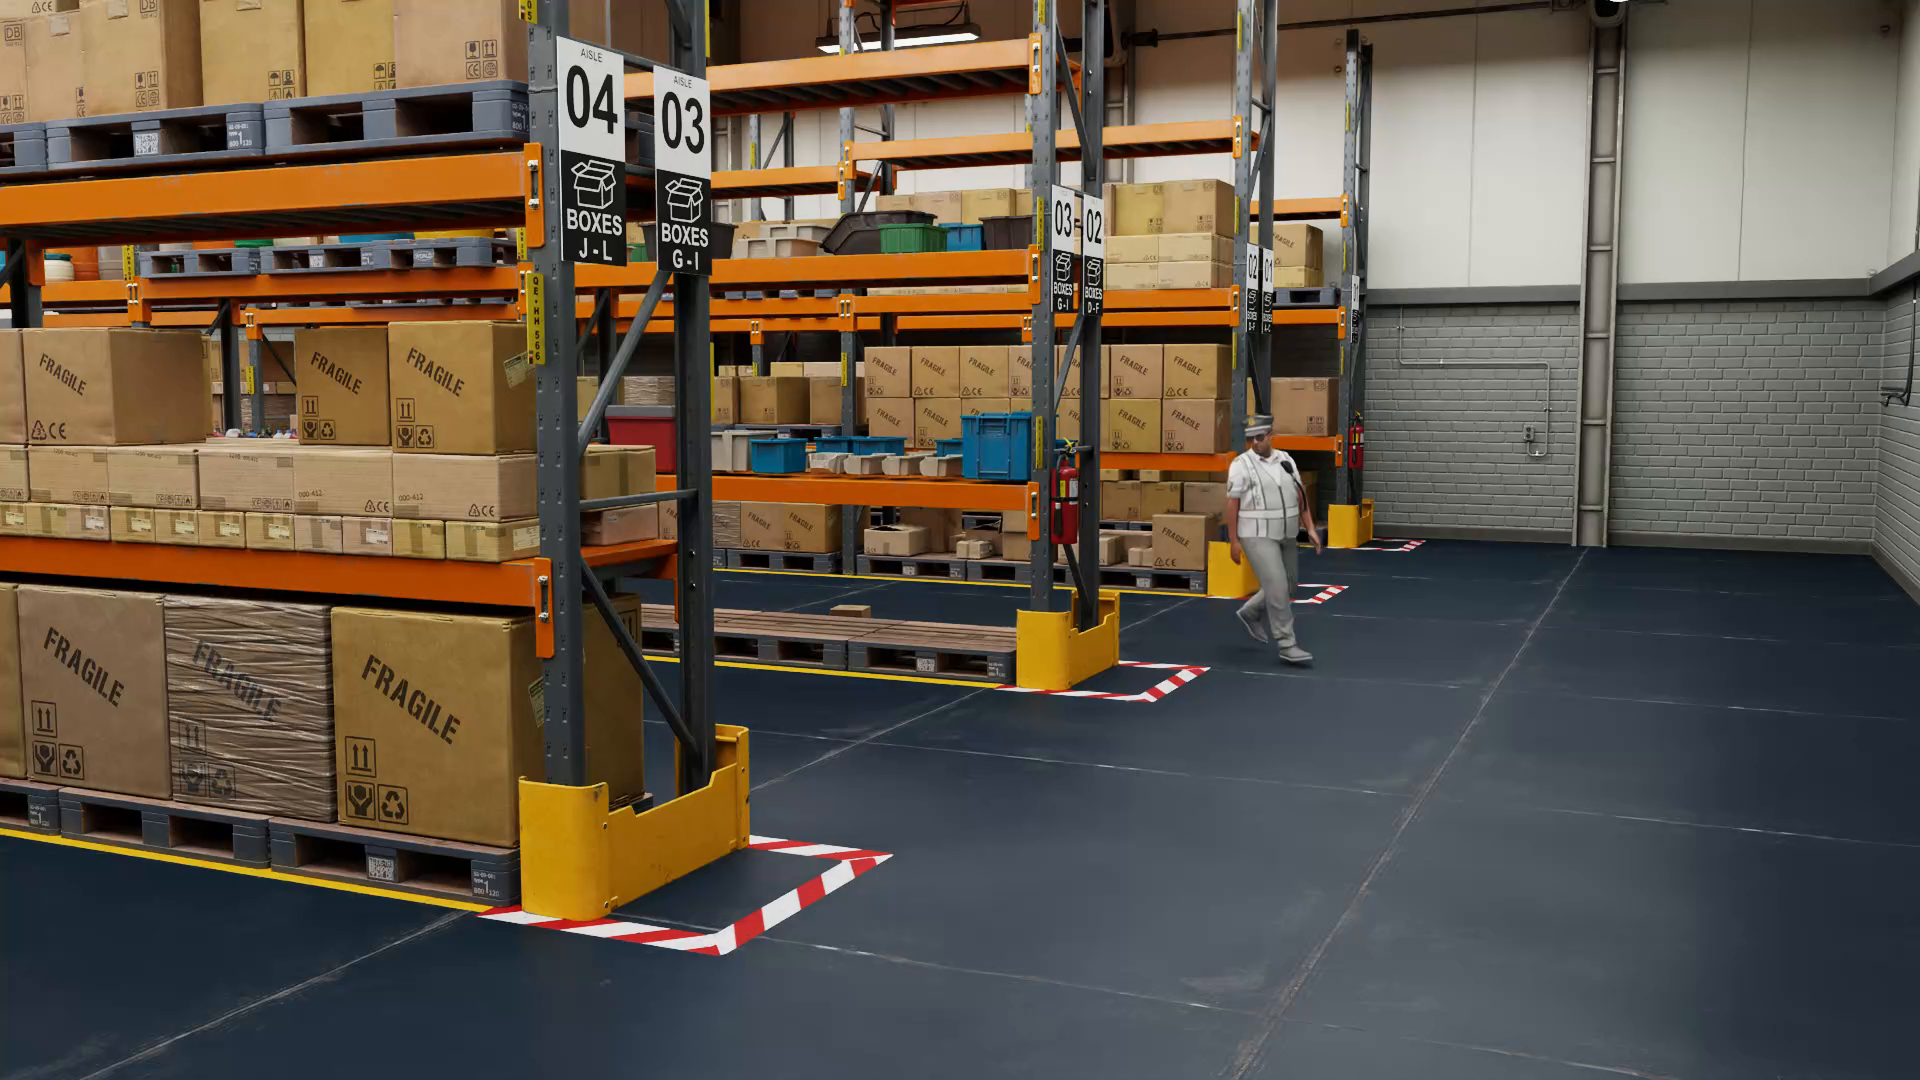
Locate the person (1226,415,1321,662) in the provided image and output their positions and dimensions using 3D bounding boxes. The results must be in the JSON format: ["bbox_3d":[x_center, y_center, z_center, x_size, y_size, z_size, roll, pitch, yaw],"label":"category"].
[{"bbox_3d":[2.187,-0.028,11.766,0.612,1.704,0.910,-3,6,-28],"label":"person"}]
